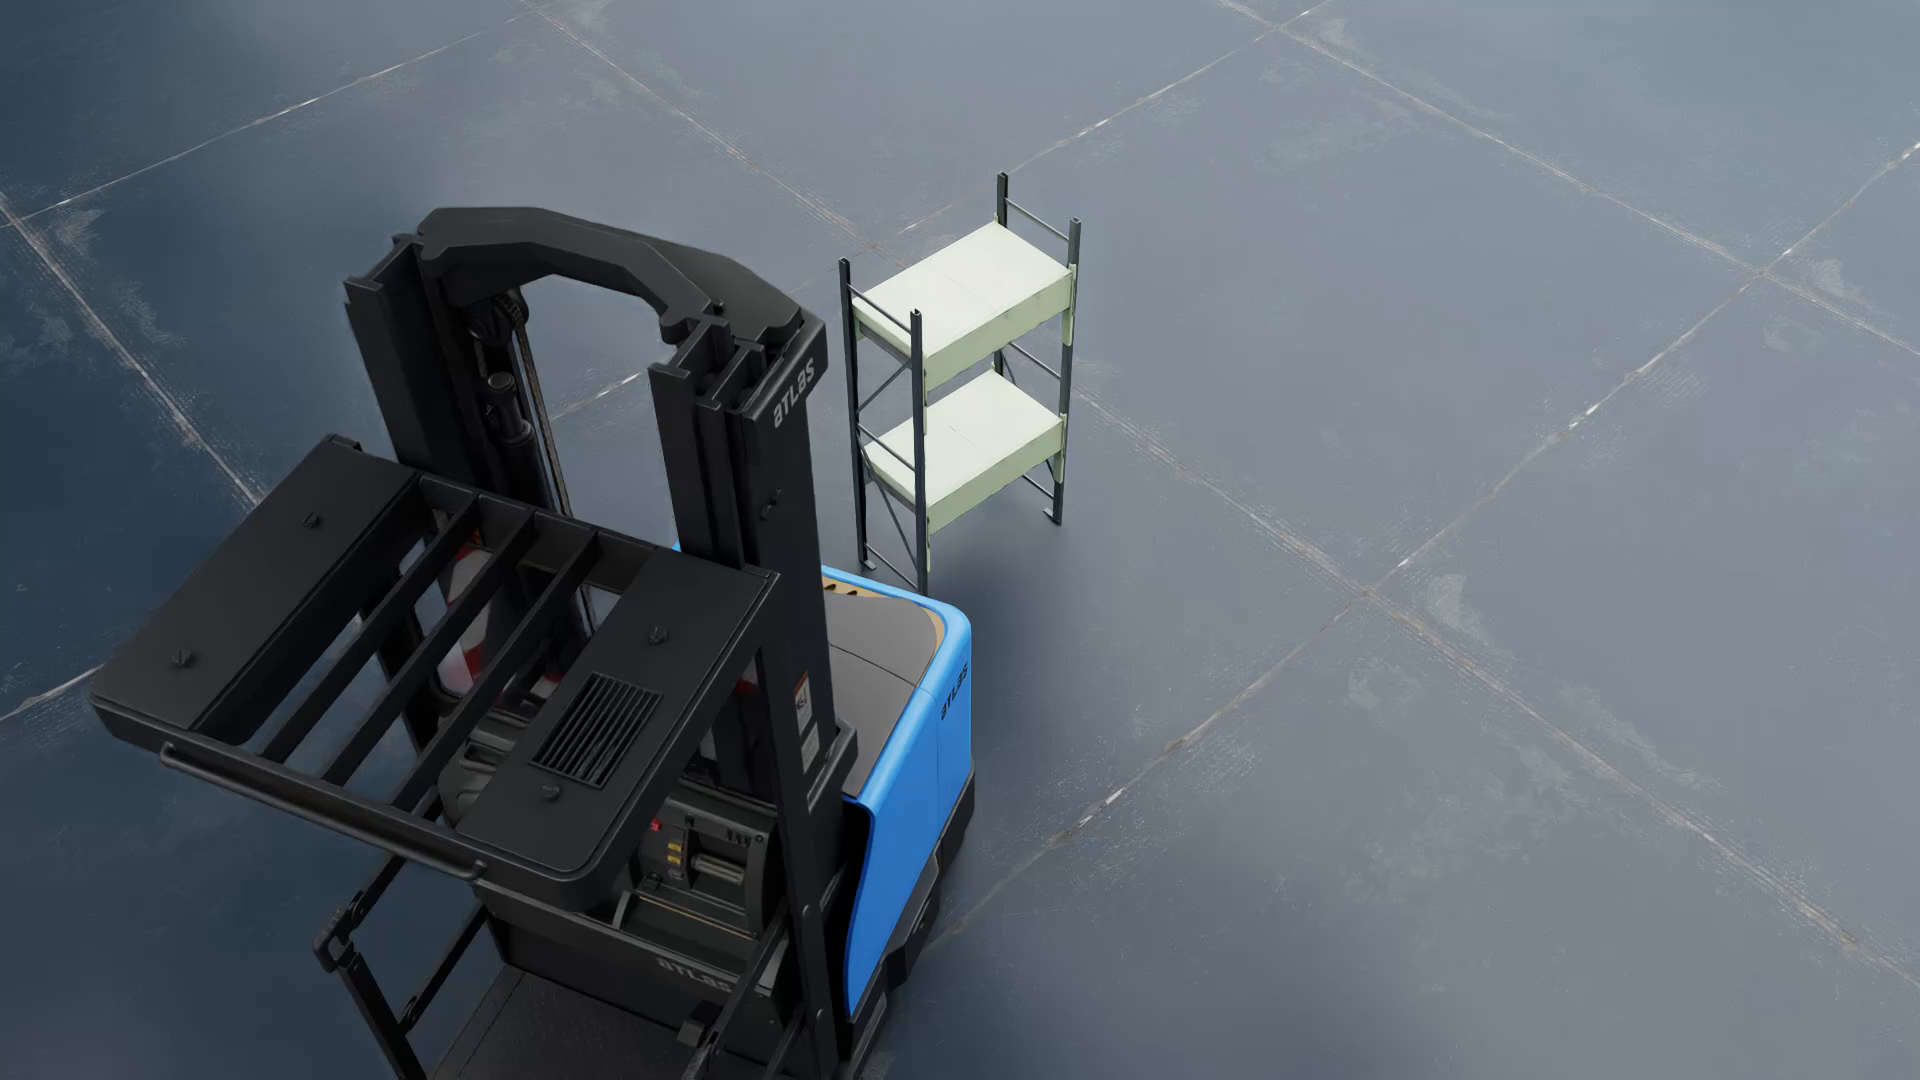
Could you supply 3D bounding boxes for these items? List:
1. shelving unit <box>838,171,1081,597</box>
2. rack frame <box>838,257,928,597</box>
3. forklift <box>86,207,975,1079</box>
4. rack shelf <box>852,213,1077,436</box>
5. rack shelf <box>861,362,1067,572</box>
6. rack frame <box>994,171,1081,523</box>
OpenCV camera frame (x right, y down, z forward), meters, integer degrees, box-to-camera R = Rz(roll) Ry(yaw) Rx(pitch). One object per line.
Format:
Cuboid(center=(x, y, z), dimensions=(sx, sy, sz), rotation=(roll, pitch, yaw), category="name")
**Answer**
Cuboid(center=(0.005, -0.512, 6.202), dimensions=(0.755, 1.500, 0.431), rotation=(-34, 56, -27), category="shelving unit")
Cuboid(center=(-0.266, -0.331, 6.035), dimensions=(0.023, 1.500, 0.400), rotation=(-34, 56, -27), category="rack frame")
Cuboid(center=(-0.973, 0.822, 3.997), dimensions=(1.130, 2.935, 3.031), rotation=(17, 49, 15), category="forklift")
Cuboid(center=(0.005, -0.777, 5.915), dimensions=(0.720, 0.370, 0.431), rotation=(-34, 56, -27), category="rack shelf")
Cuboid(center=(0.005, -0.291, 6.441), dimensions=(0.720, 0.370, 0.431), rotation=(-34, 56, -27), category="rack shelf")
Cuboid(center=(0.276, -0.693, 6.369), dimensions=(0.023, 1.500, 0.400), rotation=(-34, 56, -27), category="rack frame")
